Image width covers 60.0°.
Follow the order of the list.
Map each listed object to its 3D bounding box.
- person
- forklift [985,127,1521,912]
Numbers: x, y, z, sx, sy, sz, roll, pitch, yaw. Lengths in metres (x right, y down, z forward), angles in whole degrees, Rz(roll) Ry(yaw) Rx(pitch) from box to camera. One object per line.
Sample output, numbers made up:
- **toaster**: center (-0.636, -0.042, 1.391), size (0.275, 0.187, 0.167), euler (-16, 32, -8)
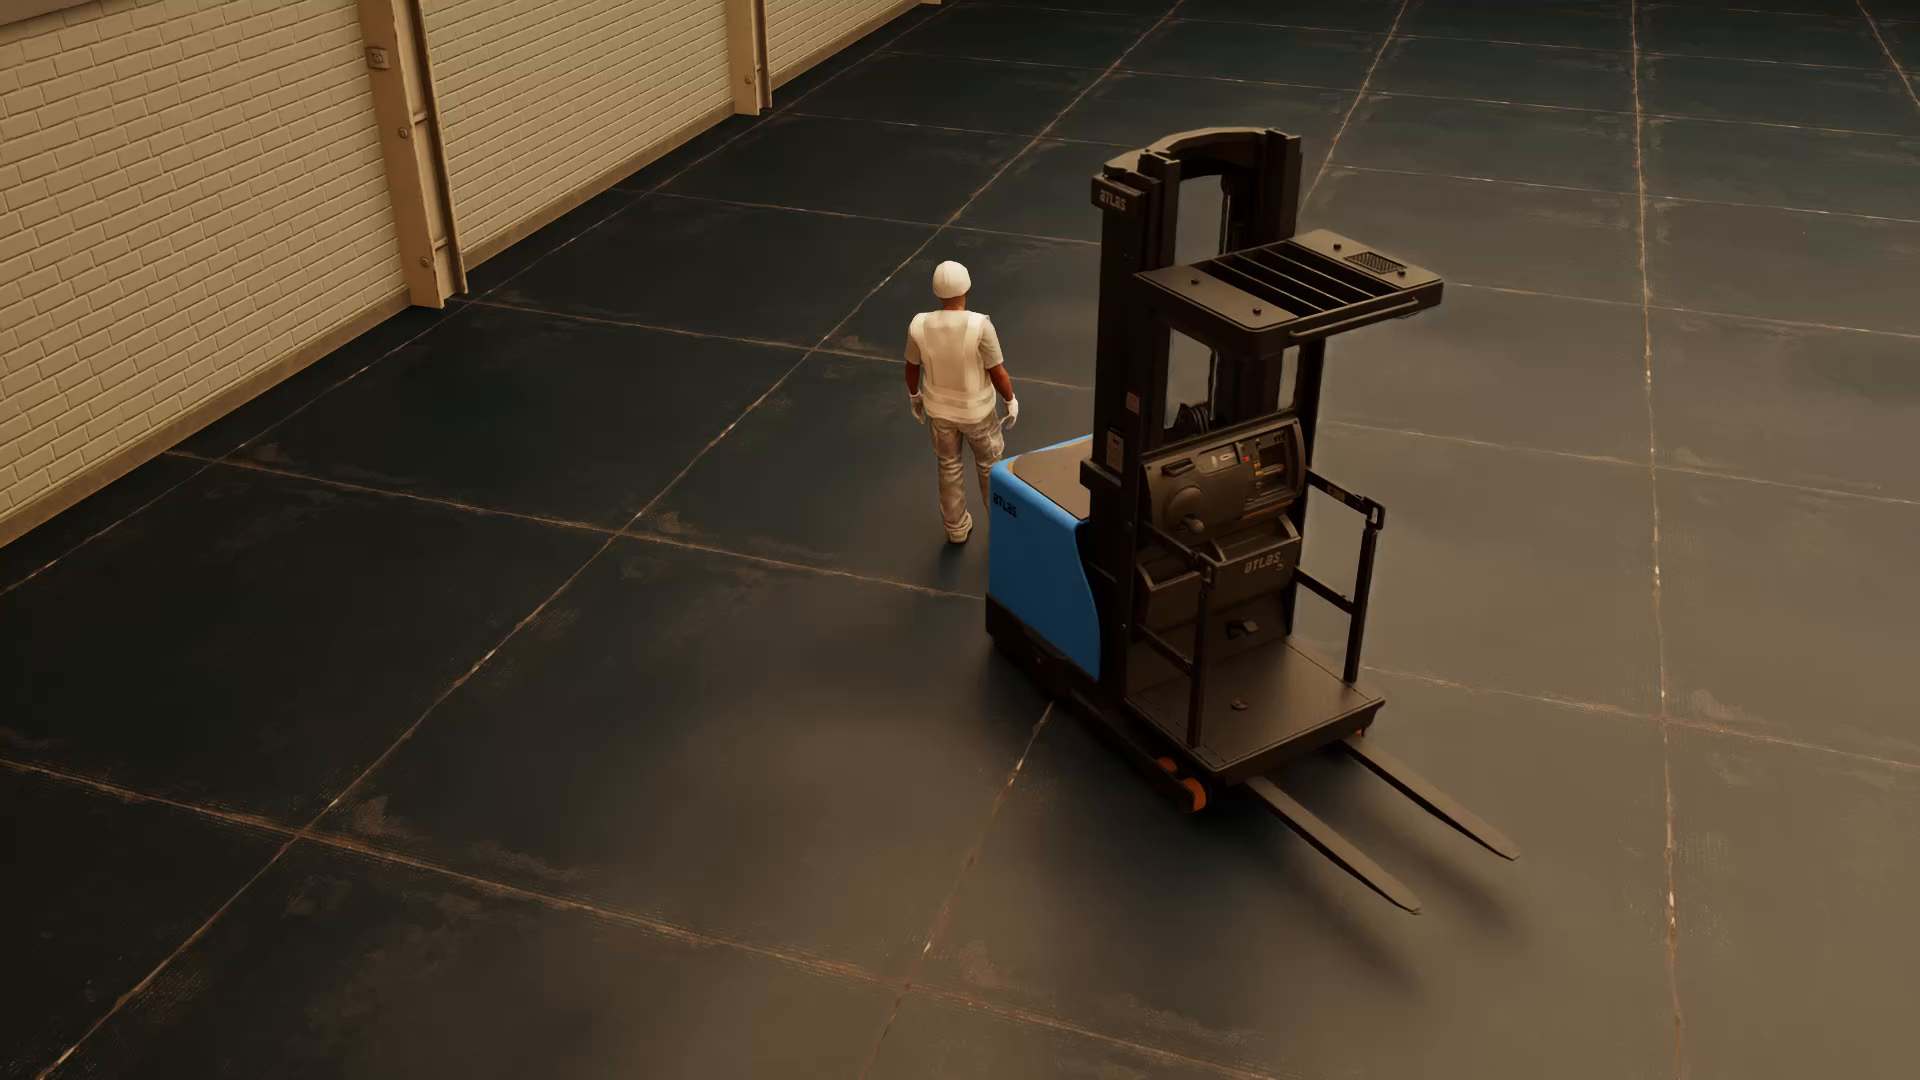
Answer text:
- **person**: center (0.032, -0.813, 9.707), size (0.657, 1.783, 0.576), euler (10, 31, 16)
- **forklift**: center (1.353, -0.253, 7.580), size (1.130, 2.935, 3.031), euler (-17, 34, -28)
